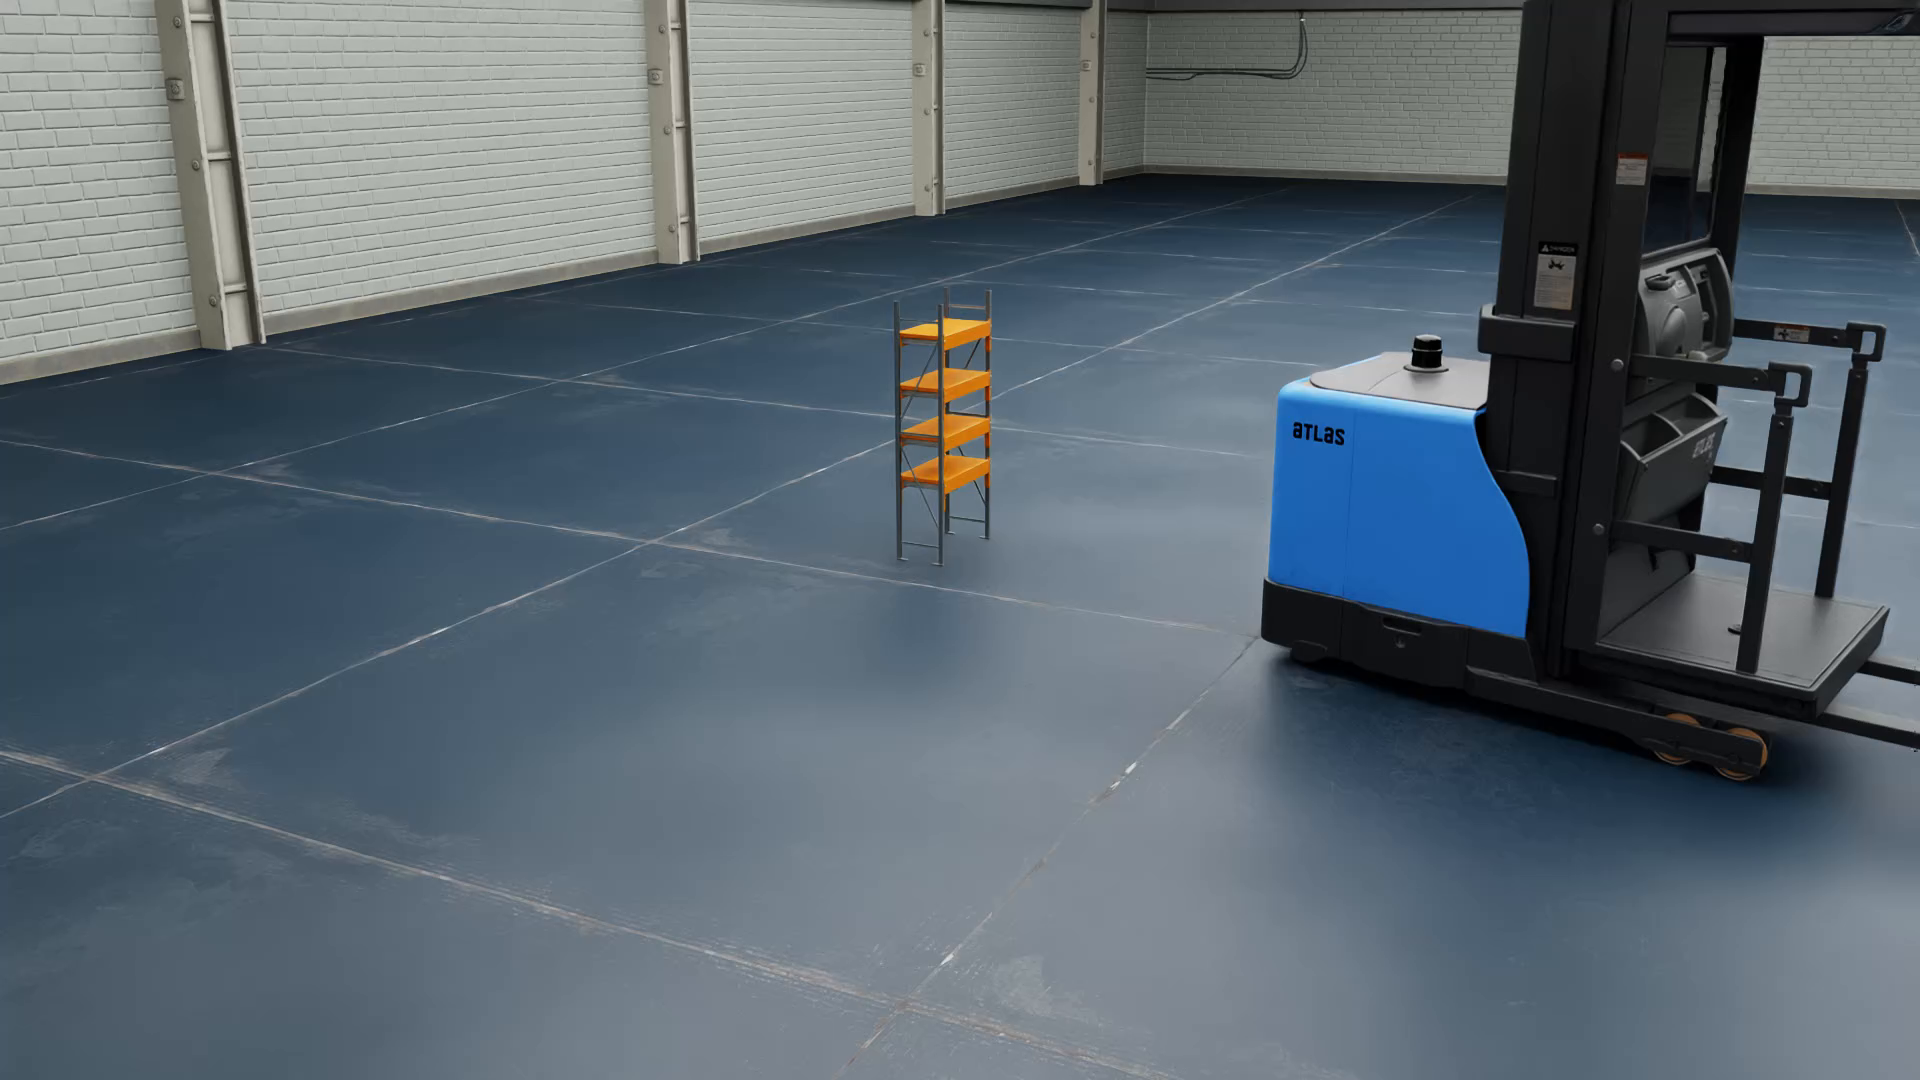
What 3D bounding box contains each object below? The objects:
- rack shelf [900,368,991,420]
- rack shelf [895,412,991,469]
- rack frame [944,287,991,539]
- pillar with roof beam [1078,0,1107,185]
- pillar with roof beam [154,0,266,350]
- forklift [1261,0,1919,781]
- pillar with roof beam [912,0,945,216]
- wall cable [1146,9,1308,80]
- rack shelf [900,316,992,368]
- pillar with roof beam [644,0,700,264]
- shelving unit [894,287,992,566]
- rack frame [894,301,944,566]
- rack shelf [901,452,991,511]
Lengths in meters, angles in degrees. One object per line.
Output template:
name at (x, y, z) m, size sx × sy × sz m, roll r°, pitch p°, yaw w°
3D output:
rack shelf at (-0.074, -0.683, 7.667) m, size 0.258 × 0.148 × 0.480 m, roll 8°, pitch 18°, yaw 25°
rack shelf at (-0.074, -0.469, 7.731) m, size 0.258 × 0.148 × 0.480 m, roll 8°, pitch 18°, yaw 25°
rack frame at (0.035, -0.595, 7.921) m, size 0.240 × 1.200 × 0.015 m, roll 8°, pitch 18°, yaw 25°
pillar with roof beam at (6.098, -9.906, 25.573) m, size 9.100 × 9.000 × 0.400 m, roll 8°, pitch 18°, yaw 25°
pillar with roof beam at (-1.945, -5.322, 10.136) m, size 9.100 × 9.000 × 0.400 m, roll 8°, pitch 18°, yaw 25°
forklift at (2.635, -0.794, 5.551) m, size 3.031 × 2.935 × 1.130 m, roll 13°, pitch 21°, yaw 38°
pillar with roof beam at (3.417, -8.378, 20.427) m, size 9.100 × 9.000 × 0.400 m, roll 8°, pitch 18°, yaw 25°
wall cable at (4.746, -9.548, 29.819) m, size 3.097 × 2.526 × 0.112 m, roll 8°, pitch 18°, yaw 25°
rack shelf at (-0.074, -0.910, 7.600) m, size 0.258 × 0.148 × 0.480 m, roll 8°, pitch 18°, yaw 25°
pillar with roof beam at (0.736, -6.850, 15.282) m, size 9.100 × 9.000 × 0.400 m, roll 8°, pitch 18°, yaw 25°
shelving unit at (-0.074, -0.533, 7.712) m, size 0.258 × 1.200 × 0.503 m, roll 8°, pitch 18°, yaw 25°
rack frame at (-0.183, -0.471, 7.502) m, size 0.240 × 1.200 × 0.015 m, roll 8°, pitch 18°, yaw 25°
rack shelf at (-0.074, -0.278, 7.787) m, size 0.258 × 0.148 × 0.480 m, roll 8°, pitch 18°, yaw 25°
